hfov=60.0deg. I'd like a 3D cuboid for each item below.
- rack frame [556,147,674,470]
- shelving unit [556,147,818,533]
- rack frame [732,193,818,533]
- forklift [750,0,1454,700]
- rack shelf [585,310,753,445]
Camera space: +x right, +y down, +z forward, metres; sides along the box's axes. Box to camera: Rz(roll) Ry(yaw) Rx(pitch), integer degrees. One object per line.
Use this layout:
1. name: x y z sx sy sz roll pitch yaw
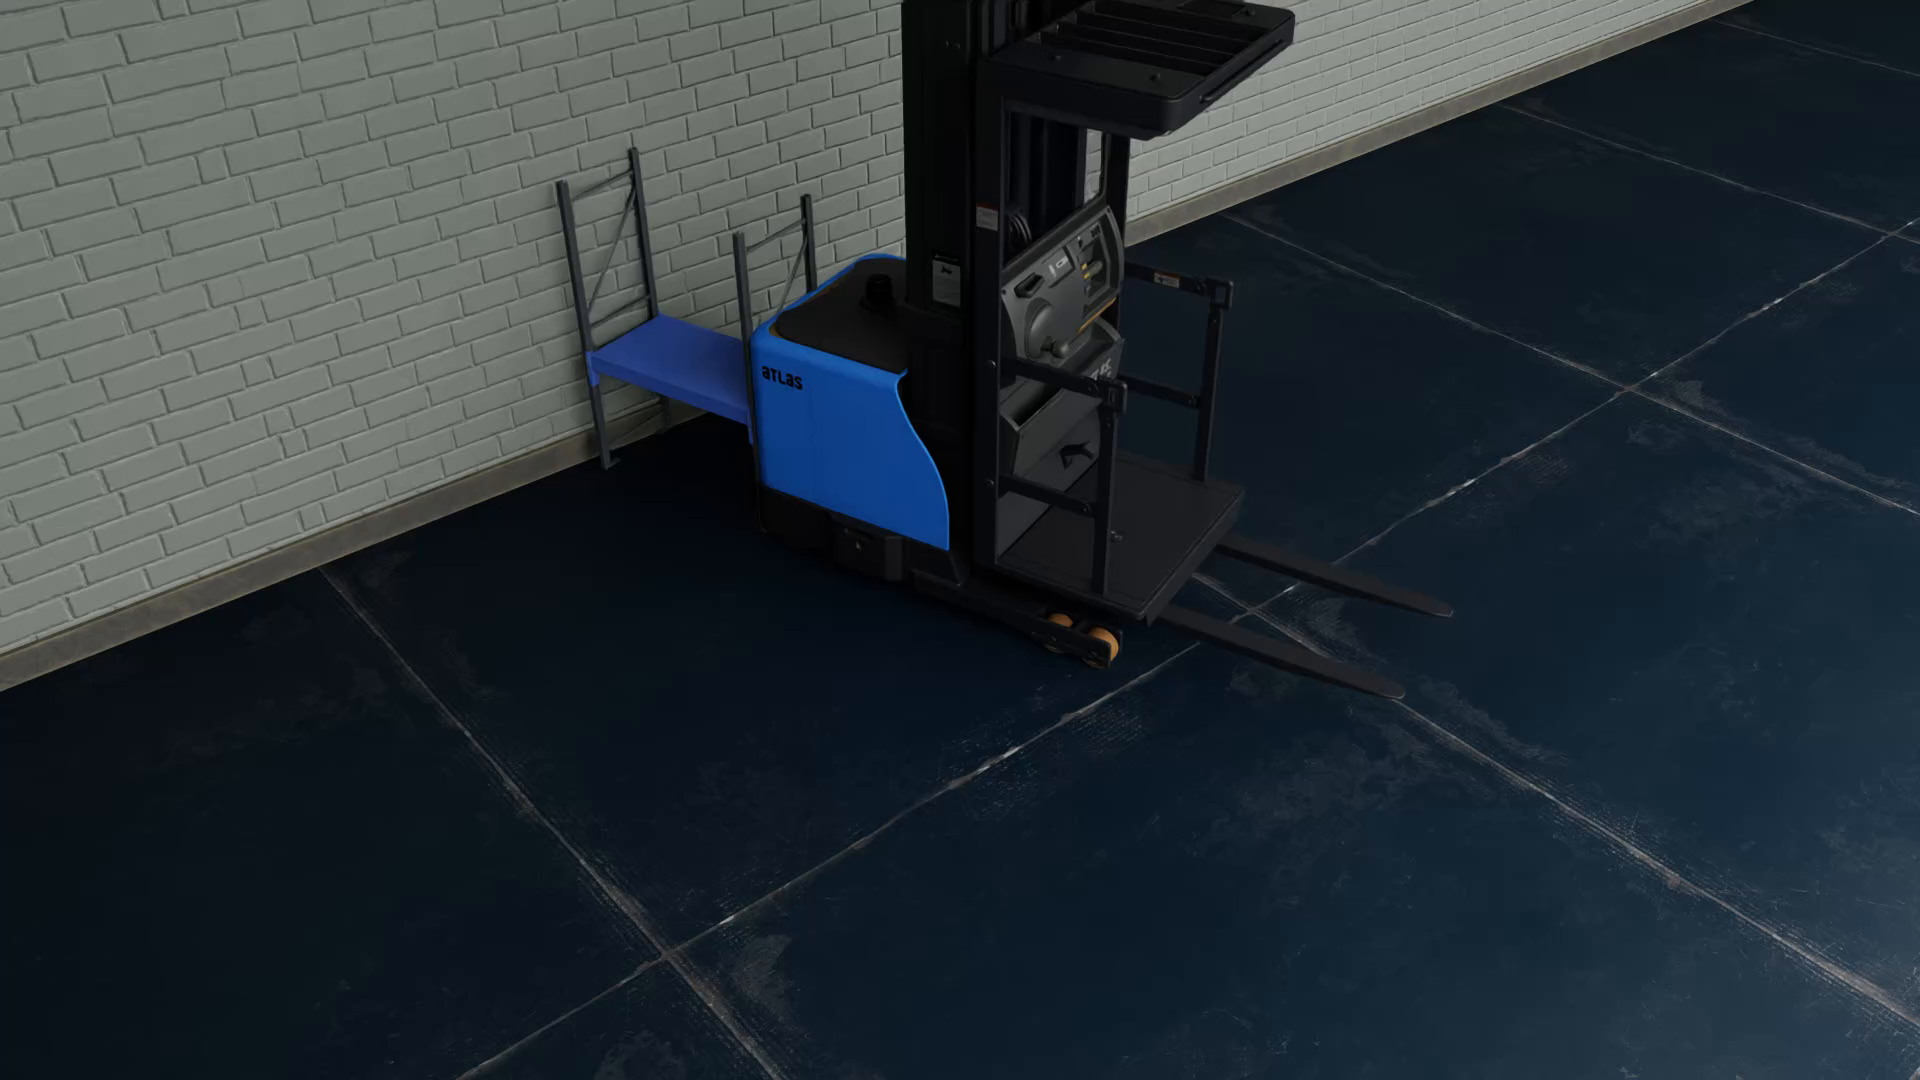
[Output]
1. rack frame: -1.635 -1.086 7.969 0.032 1.500 0.500 20 40 27
2. shelving unit: -1.212 -0.929 7.735 1.048 1.500 0.538 20 40 27
3. rack frame: -0.789 -0.772 7.502 0.032 1.500 0.500 20 40 27
4. forklift: 0.600 -1.011 6.642 3.031 2.935 1.130 19 40 25
5. rack shelf: -1.210 -0.781 7.838 1.000 0.185 0.538 20 40 27
